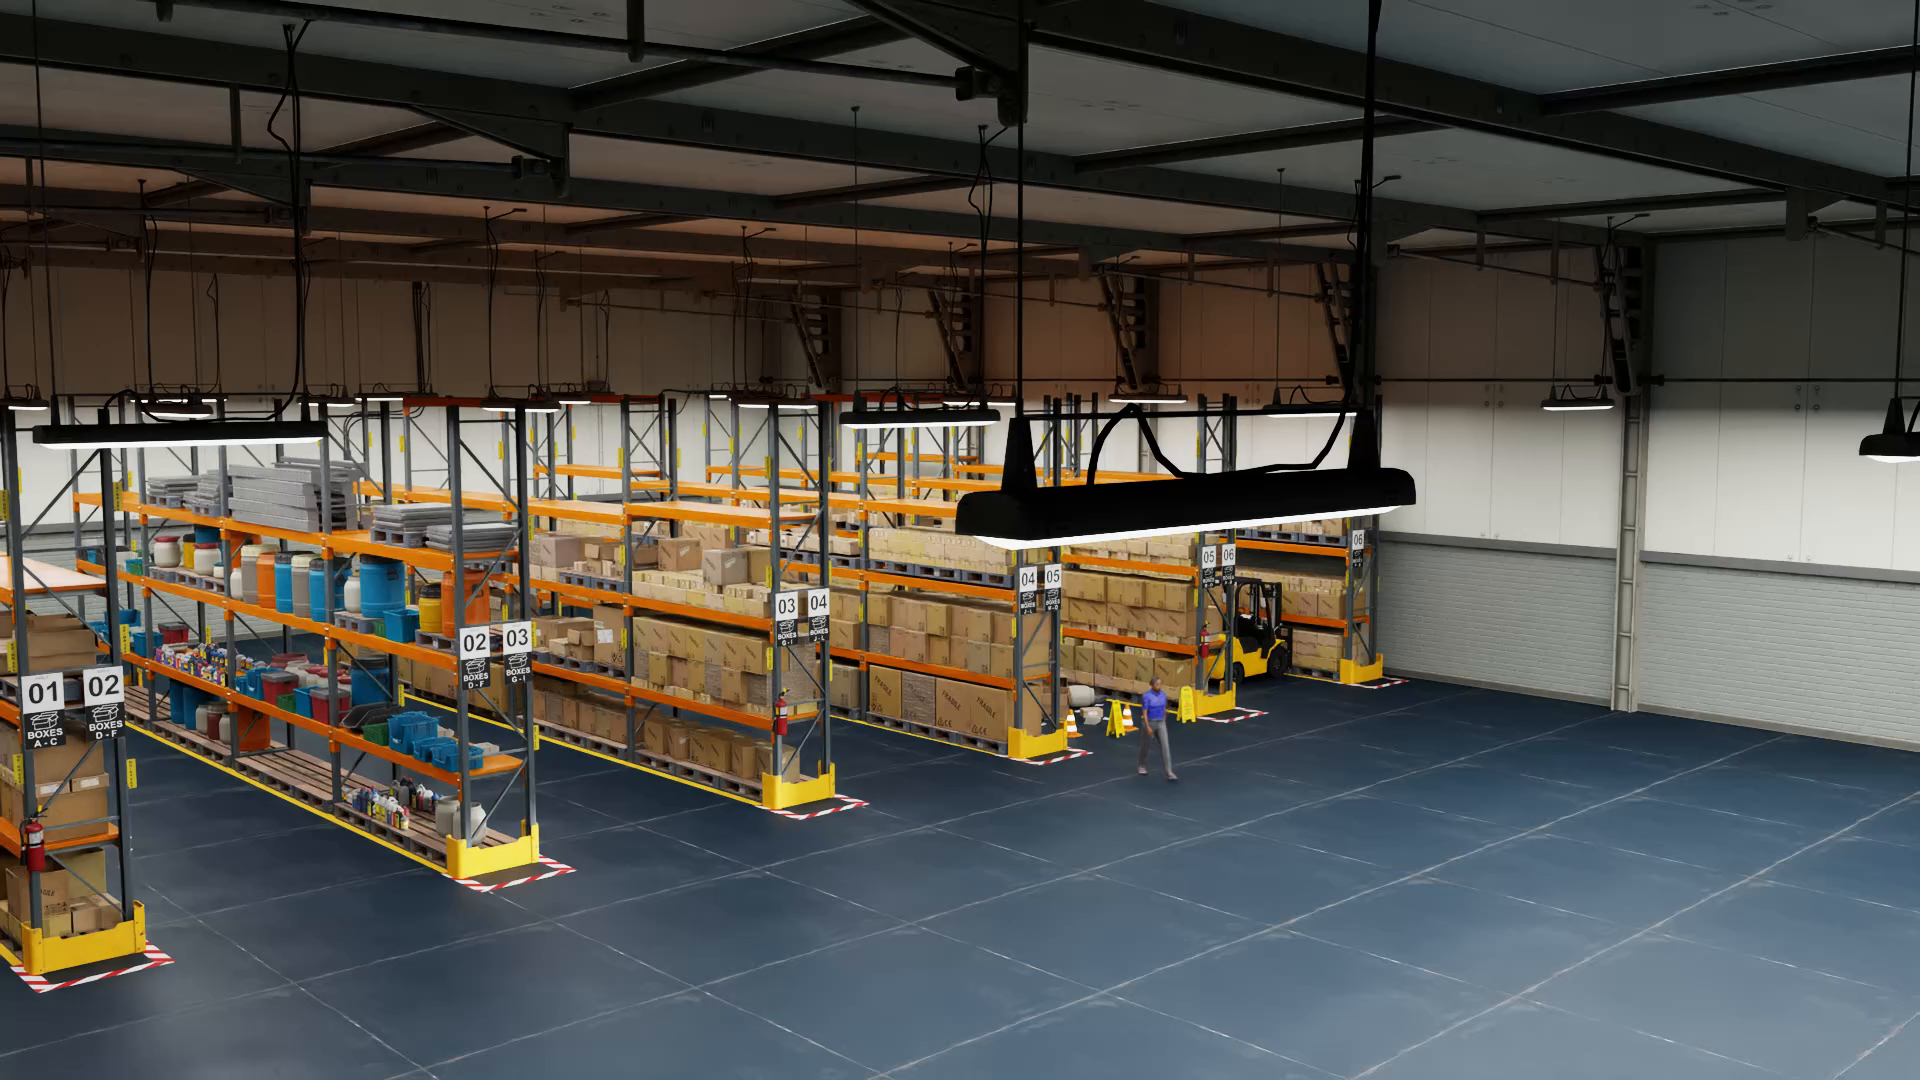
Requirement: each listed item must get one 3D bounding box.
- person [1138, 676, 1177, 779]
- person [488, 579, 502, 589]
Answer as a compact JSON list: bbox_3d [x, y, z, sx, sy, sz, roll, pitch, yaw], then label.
[{"bbox_3d":[3.108,2.963,26.420,0.465,1.621,0.923,-2,6,-15],"label":"person"},{"bbox_3d":[-11.003,1.679,39.390,0.462,1.651,0.689,0,6,-4],"label":"person"}]
